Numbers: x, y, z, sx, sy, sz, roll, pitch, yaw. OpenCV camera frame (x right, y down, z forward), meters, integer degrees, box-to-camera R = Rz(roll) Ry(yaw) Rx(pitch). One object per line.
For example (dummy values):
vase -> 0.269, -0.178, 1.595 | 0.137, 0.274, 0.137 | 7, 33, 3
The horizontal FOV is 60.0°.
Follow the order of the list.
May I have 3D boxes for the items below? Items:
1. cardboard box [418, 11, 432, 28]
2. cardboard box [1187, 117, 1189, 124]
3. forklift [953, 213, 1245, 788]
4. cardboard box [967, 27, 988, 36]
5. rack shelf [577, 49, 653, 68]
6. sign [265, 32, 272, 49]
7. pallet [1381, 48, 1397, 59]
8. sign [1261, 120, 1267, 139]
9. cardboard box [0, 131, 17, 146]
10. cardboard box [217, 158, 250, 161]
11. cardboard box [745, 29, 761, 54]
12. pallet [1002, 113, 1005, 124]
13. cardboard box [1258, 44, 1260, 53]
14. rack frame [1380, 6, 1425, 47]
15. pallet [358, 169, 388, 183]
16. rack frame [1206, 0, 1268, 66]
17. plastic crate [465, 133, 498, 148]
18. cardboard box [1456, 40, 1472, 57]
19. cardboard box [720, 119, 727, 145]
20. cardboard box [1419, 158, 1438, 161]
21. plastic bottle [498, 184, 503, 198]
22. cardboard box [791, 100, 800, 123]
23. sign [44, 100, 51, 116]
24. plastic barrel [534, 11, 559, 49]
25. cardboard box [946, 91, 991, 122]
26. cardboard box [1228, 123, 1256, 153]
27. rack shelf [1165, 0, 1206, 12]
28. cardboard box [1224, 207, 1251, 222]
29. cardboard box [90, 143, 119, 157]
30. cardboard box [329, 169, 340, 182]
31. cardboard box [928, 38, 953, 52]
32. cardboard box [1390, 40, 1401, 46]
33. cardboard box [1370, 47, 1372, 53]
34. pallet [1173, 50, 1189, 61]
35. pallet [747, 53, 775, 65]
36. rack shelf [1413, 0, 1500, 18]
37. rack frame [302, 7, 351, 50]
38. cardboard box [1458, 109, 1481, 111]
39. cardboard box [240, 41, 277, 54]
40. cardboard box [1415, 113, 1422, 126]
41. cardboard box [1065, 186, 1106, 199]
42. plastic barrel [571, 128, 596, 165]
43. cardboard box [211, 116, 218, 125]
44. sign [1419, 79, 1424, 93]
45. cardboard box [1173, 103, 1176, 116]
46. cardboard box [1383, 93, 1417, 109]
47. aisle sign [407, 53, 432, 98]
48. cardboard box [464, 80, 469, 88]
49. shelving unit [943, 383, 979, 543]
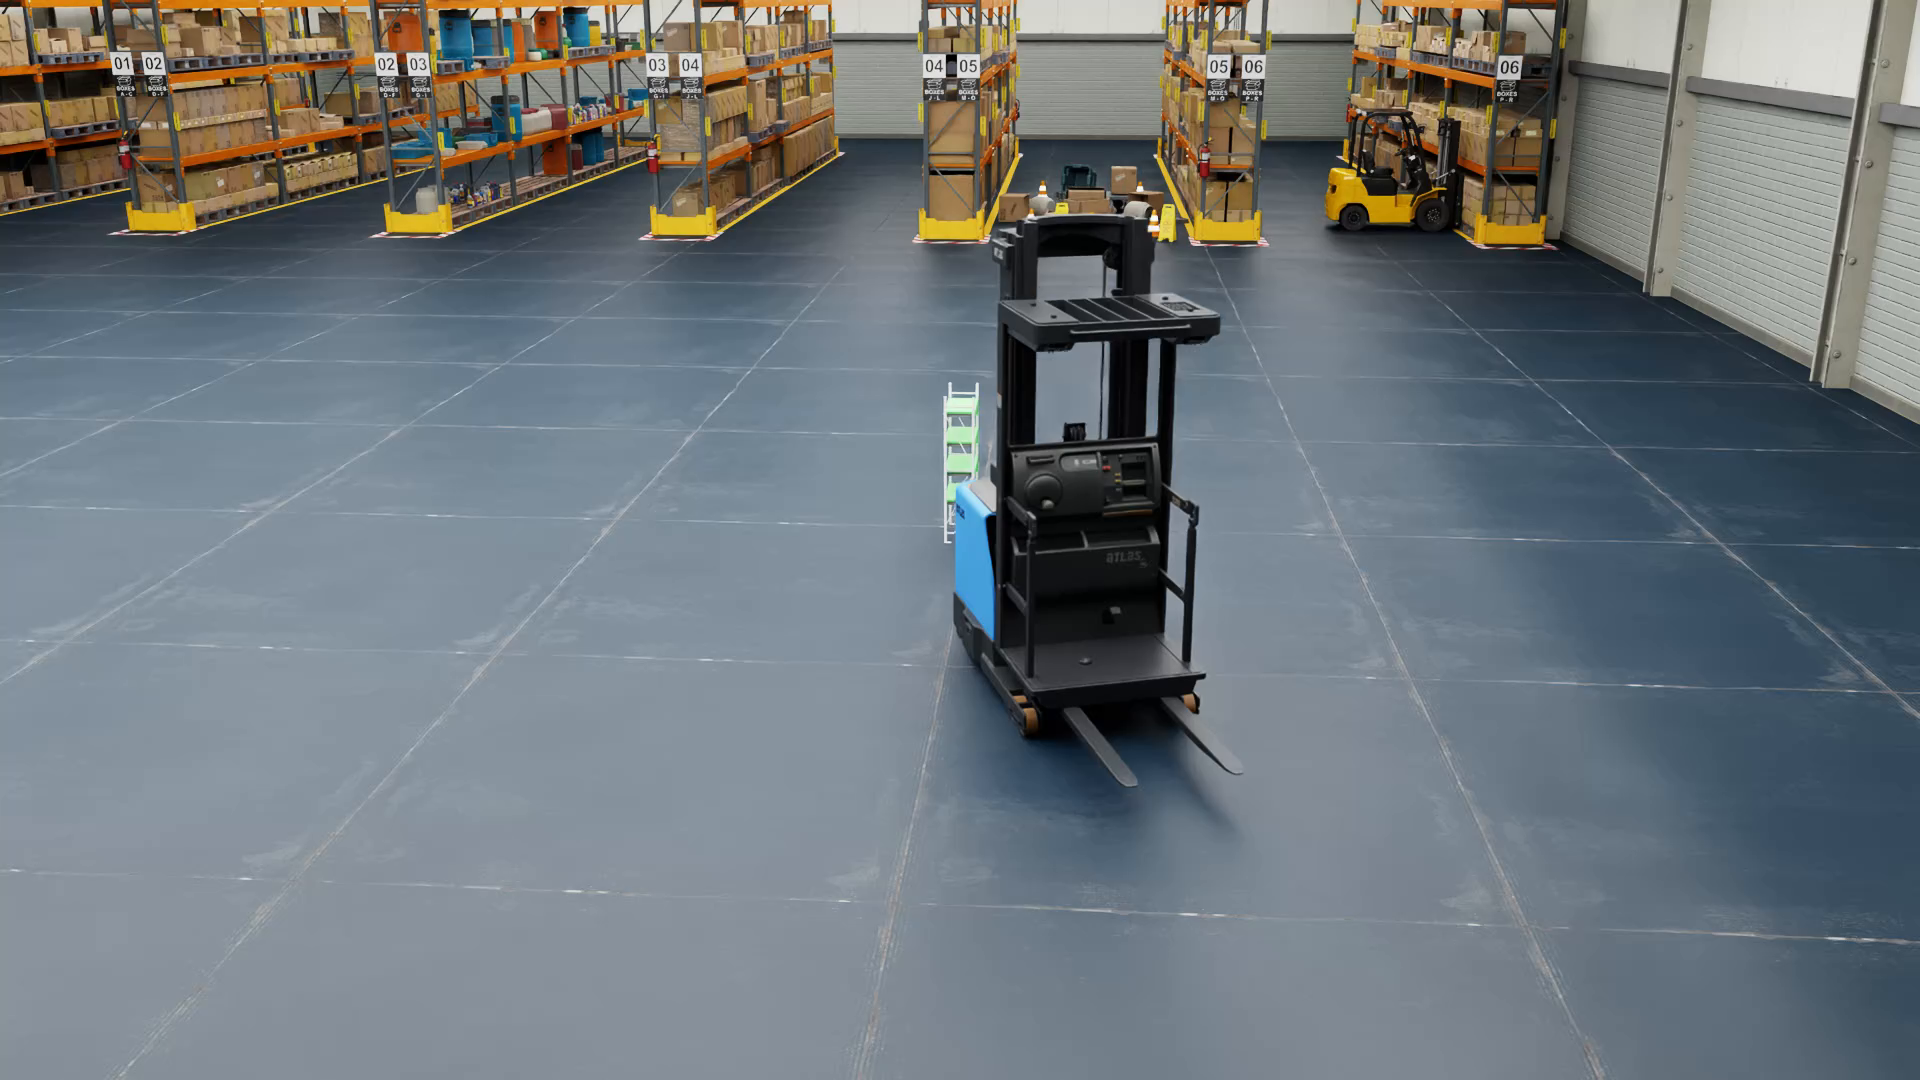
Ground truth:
cardboard box -> -13.932, -13.249, 42.455 | 0.700, 0.500, 0.500 | 1, 18, 4
cardboard box -> 4.924, -8.759, 34.025 | 0.500, 0.500, 0.500 | 1, 18, 4
forklift -> 0.820, -0.364, 9.826 | 1.130, 2.935, 3.031 | -5, 19, -14
cardboard box -> 0.325, -9.487, 31.030 | 0.380, 0.149, 0.250 | 2, 18, 5
rack shelf -> -9.022, -12.589, 43.365 | 1.077, 0.370, 4.000 | 1, 18, 4
sign -> -14.125, -10.209, 33.986 | 0.100, 0.325, 0.005 | 1, 18, 4
pallet -> 10.423, -11.256, 38.443 | 1.213, 0.211, 1.003 | 1, 18, 4
sign -> 5.340, -7.225, 29.266 | 0.100, 0.325, 0.005 | 1, 18, 4
cardboard box -> -19.417, -8.095, 33.518 | 0.500, 0.250, 0.500 | 1, 18, 4
cardboard box -> -15.025, -7.624, 34.410 | 0.500, 0.500, 0.500 | 1, 18, 4
cardboard box -> -4.599, -10.400, 34.688 | 0.797, 0.503, 0.637 | 2, 18, 6
pallet -> 0.529, -9.914, 39.171 | 1.003, 0.211, 1.213 | 1, 18, 4
cardboard box -> 5.202, -8.848, 29.914 | 0.380, 0.149, 0.250 | 1, 18, 4
rack frame -> 10.611, -13.294, 39.543 | 1.000, 3.000, 0.127 | 1, 18, 4
pallet -> -14.301, -8.660, 39.513 | 1.003, 0.211, 1.213 | 1, 18, 4
rack frame -> 4.799, -9.677, 28.504 | 1.000, 3.000, 0.127 | 1, 18, 4
plastic crate -> -9.547, -7.980, 33.197 | 0.499, 0.251, 0.616 | 1, 18, 4
cardboard box -> 9.734, -9.336, 31.588 | 0.500, 0.311, 0.500 | 2, 18, 5
cardboard box -> -4.976, -7.874, 31.997 | 0.875, 0.500, 0.500 | 1, 18, 4
cardboard box -> 10.226, -7.876, 35.780 | 0.875, 0.625, 0.625 | 2, 18, 6
plastic bottle -> -9.444, -7.162, 34.118 | 0.061, 0.283, 0.133 | 2, 18, 7
cardboard box -> -4.100, -10.199, 39.571 | 0.500, 0.500, 0.500 | 1, 18, 4
sign -> -19.079, -9.023, 34.752 | 0.100, 0.325, 0.005 | 1, 18, 4
plastic barrel -> -9.408, -11.648, 37.971 | 0.600, 0.830, 0.708 | 1, 18, 4
cardboard box -> 0.157, -8.445, 32.402 | 0.875, 0.550, 0.550 | 1, 18, 4
cardboard box -> 5.144, -7.317, 30.297 | 0.500, 0.500, 0.500 | 2, 18, 6
rack shelf -> 5.803, -13.493, 41.948 | 1.077, 0.370, 4.000 | 1, 18, 4
cardboard box -> 5.133, -5.963, 30.546 | 0.500, 0.250, 0.500 | 1, 18, 3
cardboard box -> -19.437, -8.841, 37.690 | 0.500, 0.250, 0.500 | 2, 18, 5
cardboard box -> -14.259, -8.162, 37.256 | 0.500, 0.250, 0.500 | 2, 18, 5
cardboard box -> -0.389, -8.806, 29.591 | 0.500, 0.250, 0.500 | 2, 18, 5
cardboard box -> 10.108, -11.435, 38.253 | 0.380, 0.149, 0.250 | 2, 18, 5
cardboard box -> 10.473, -12.264, 41.619 | 0.380, 0.149, 0.250 | 1, 18, 4
pallet -> 5.366, -10.847, 37.197 | 1.213, 0.211, 1.003 | 2, 18, 6
pallet -> -4.577, -10.137, 35.028 | 1.213, 0.211, 1.003 | 1, 18, 4
rack shelf -> 10.180, -10.899, 34.030 | 1.077, 0.370, 4.000 | 1, 18, 4
rack frame -> -14.392, -12.605, 37.440 | 1.000, 3.000, 0.127 | 1, 18, 4
cardboard box -> 9.780, -8.201, 31.953 | 0.380, 0.149, 0.250 | 1, 18, 3
cardboard box -> -14.625, -10.257, 34.657 | 0.500, 0.250, 0.500 | 3, 18, 10
cardboard box -> 9.956, -8.917, 35.258 | 0.500, 0.250, 0.500 | 1, 18, 3
cardboard box -> 2.459, -6.597, 32.530 | 0.797, 0.637, 0.503 | 1, 18, 4
plastic barrel -> -9.272, -9.699, 40.900 | 0.600, 0.901, 0.708 | 1, 18, 4
cardboard box -> -14.633, -8.142, 32.253 | 0.380, 0.149, 0.250 | 1, 18, 3
sign -> 11.164, -10.982, 40.262 | 0.100, 0.325, 0.005 | 1, 18, 4
cardboard box -> 5.203, -9.952, 38.415 | 0.500, 0.250, 0.500 | 1, 18, 2
cardboard box -> 10.259, -10.141, 38.718 | 0.700, 0.500, 0.500 | 1, 18, 4
aisle sign -> -9.739, -8.364, 29.957 | 0.394, 0.787, 0.004 | 1, 18, 4
cardboard box -> -13.612, -12.460, 44.866 | 0.500, 0.500, 0.500 | 2, 18, 5
shelving unit -> 0.012, -0.622, 13.393 | 0.258, 1.200, 0.503 | 1, 18, 4
